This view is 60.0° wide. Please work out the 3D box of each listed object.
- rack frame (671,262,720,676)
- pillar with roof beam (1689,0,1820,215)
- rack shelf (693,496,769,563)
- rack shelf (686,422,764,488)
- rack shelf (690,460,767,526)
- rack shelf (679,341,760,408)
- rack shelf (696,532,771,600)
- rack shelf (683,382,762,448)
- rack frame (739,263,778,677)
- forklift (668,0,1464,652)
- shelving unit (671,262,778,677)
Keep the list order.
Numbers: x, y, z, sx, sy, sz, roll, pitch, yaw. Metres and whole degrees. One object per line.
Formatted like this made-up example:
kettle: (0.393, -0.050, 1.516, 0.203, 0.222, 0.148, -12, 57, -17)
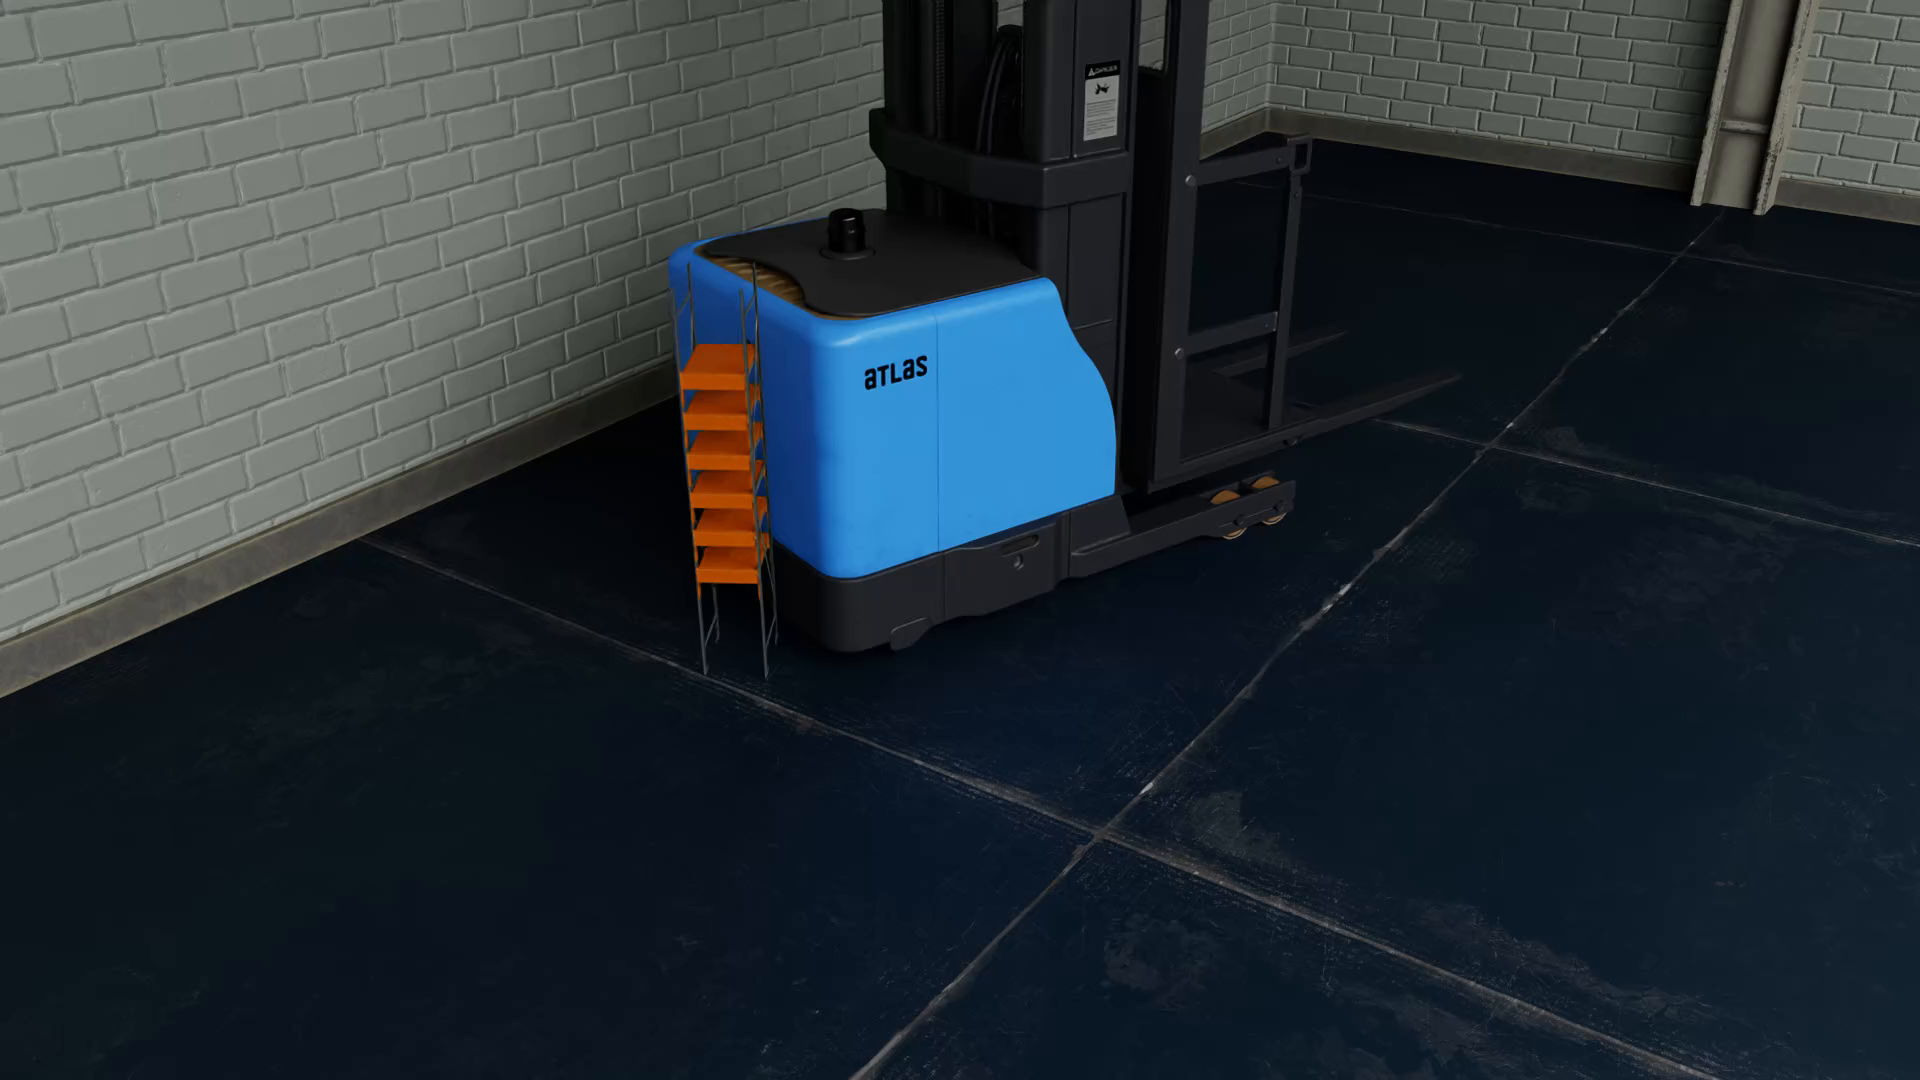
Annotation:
rack frame: (-0.757, -0.185, 4.790, 0.006, 1.200, 0.240, 1, 27, 2)
pillar with roof beam: (1.991, -4.330, 4.337, 0.400, 9.000, 9.100, 17, 32, 30)
rack shelf: (-0.665, -0.036, 4.860, 0.180, 0.103, 0.258, 1, 27, 2)
rack shelf: (-0.666, -0.250, 4.751, 0.180, 0.103, 0.258, 1, 27, 2)
rack shelf: (-0.665, -0.143, 4.806, 0.180, 0.103, 0.258, 1, 27, 2)
rack shelf: (-0.667, -0.464, 4.642, 0.180, 0.103, 0.258, 1, 27, 2)
rack shelf: (-0.665, 0.070, 4.915, 0.180, 0.103, 0.258, 1, 27, 2)
rack shelf: (-0.666, -0.357, 4.697, 0.180, 0.103, 0.258, 1, 27, 2)
rack frame: (-0.574, -0.181, 4.782, 0.006, 1.200, 0.240, 1, 27, 2)
forklift: (0.565, -1.484, 5.435, 3.031, 2.935, 1.130, -18, 32, -31)
shelving unit: (-0.666, -0.183, 4.786, 0.189, 1.200, 0.258, 1, 27, 2)
